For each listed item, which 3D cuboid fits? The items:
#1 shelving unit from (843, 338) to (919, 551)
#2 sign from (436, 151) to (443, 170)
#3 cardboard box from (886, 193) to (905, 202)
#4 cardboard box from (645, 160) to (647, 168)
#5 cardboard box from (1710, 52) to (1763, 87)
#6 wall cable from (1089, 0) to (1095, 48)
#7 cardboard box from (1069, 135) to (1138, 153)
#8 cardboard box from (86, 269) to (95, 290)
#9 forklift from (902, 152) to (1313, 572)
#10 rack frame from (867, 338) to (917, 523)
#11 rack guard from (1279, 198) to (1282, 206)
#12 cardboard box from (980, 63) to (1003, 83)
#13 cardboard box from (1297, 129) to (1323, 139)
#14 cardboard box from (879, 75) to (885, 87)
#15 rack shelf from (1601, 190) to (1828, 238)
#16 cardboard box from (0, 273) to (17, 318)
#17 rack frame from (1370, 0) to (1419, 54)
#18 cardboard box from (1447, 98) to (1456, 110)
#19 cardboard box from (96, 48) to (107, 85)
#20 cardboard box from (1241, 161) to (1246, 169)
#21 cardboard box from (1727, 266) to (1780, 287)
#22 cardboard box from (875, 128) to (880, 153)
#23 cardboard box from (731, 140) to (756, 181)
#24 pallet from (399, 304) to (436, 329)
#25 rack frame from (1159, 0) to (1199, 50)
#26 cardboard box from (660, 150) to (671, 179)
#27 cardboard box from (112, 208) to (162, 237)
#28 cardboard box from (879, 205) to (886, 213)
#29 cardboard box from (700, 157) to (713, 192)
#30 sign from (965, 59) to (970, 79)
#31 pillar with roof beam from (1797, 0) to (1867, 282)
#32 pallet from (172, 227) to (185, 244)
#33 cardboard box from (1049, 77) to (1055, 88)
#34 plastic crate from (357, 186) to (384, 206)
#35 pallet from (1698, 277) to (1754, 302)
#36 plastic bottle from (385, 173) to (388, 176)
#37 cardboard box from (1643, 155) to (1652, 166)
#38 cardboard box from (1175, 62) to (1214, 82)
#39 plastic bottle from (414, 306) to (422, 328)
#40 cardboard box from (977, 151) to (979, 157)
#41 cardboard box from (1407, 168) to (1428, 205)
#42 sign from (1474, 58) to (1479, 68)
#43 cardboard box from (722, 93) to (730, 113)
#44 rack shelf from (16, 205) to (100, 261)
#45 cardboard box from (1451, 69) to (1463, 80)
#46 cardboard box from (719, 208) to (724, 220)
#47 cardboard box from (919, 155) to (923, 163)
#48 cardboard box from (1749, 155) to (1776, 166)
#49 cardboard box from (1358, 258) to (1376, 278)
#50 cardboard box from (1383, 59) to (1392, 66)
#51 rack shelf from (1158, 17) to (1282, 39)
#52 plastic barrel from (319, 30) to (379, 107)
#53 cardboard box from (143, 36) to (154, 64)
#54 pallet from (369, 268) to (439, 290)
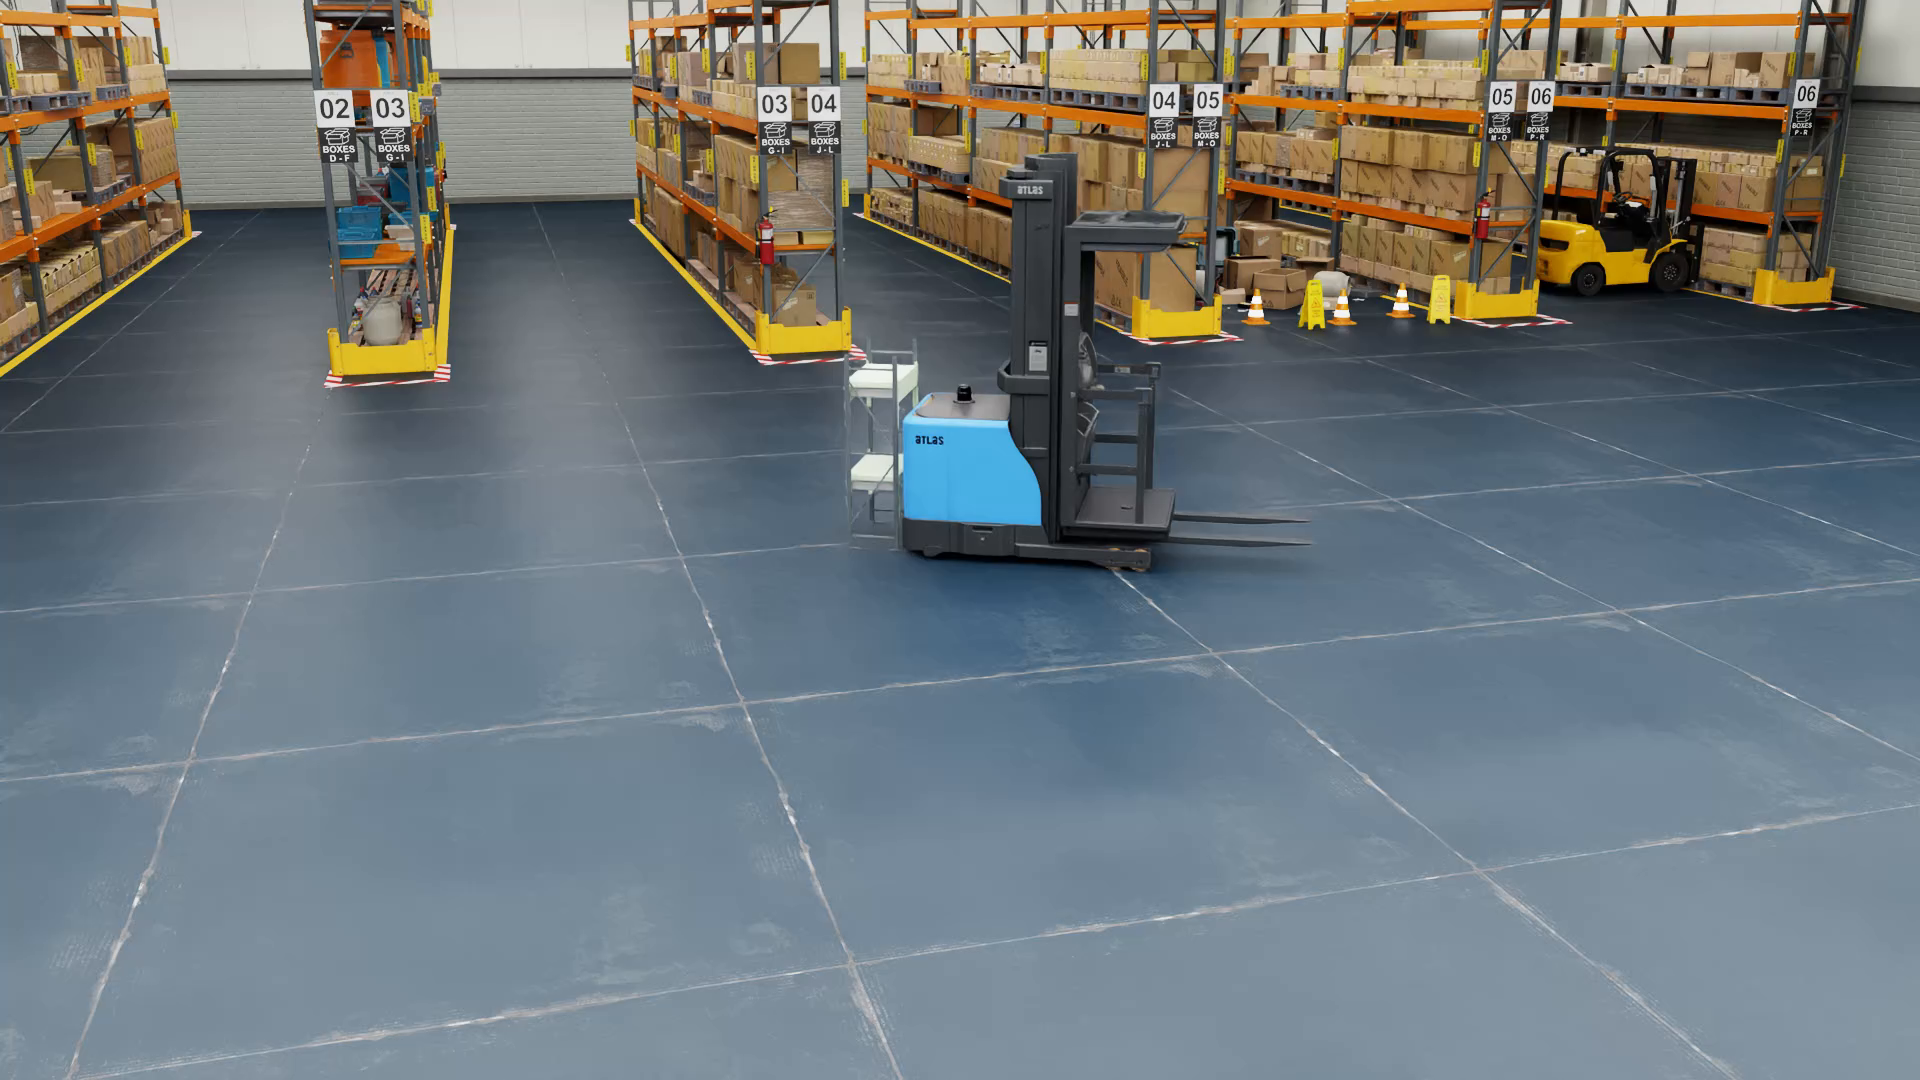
[{"bbox_3d":[-0.597,-0.748,12.837,0.431,1.500,0.755,3,17,10],"label":"shelving unit"},{"bbox_3d":[-9.471,-6.909,30.257,0.100,0.325,0.005,-5,17,-15],"label":"sign"},{"bbox_3d":[-1.343,-7.182,34.839,0.380,0.149,0.250,-4,17,-14],"label":"cardboard box"},{"bbox_3d":[-6.059,-7.489,33.106,0.380,0.149,0.250,-4,17,-14],"label":"cardboard box"},{"bbox_3d":[11.818,-7.111,25.118,0.700,0.500,0.500,-5,17,-15],"label":"cardboard box"},{"bbox_3d":[4.770,-13.726,42.939,2.988,3.039,0.133,-5,17,-15],"label":"wall cable"},{"bbox_3d":[2.088,-5.618,24.302,0.875,0.550,0.550,-5,17,-15],"label":"cardboard box"},{"bbox_3d":[-13.141,-3.852,24.612,0.500,0.250,0.500,-5,17,-16],"label":"cardboard box"},{"bbox_3d":[1.131,-1.335,12.303,3.031,2.935,1.130,3,17,10],"label":"forklift"},{"bbox_3d":[-0.531,-0.852,13.182,0.400,1.500,0.023,3,17,10],"label":"rack frame"},{"bbox_3d":[7.983,-8.190,39.349,1.175,0.500,0.348,-5,17,-15],"label":"rack guard"},{"bbox_3d":[0.645,-7.808,27.769,0.500,0.311,0.500,-5,17,-15],"label":"cardboard box"},{"bbox_3d":[5.845,-6.771,27.731,0.380,0.149,0.250,-5,18,-18],"label":"cardboard box"},{"bbox_3d":[-1.369,-9.528,34.506,0.500,0.250,0.500,-5,18,-17],"label":"cardboard box"},{"bbox_3d":[11.810,-5.191,26.271,1.077,0.370,4.000,-5,17,-15],"label":"rack shelf"},{"bbox_3d":[-11.961,-2.985,20.422,0.500,0.500,0.500,-5,17,-15],"label":"cardboard box"},{"bbox_3d":[9.062,-11.175,34.513,1.000,3.000,0.127,-5,17,-15],"label":"rack frame"},{"bbox_3d":[7.081,-6.124,23.350,0.380,0.149,0.250,-4,17,-14],"label":"cardboard box"},{"bbox_3d":[-14.697,-7.931,27.850,0.600,0.600,0.600,-6,18,-20],"label":"cardboard box"},{"bbox_3d":[5.300,-6.778,30.010,0.380,0.149,0.250,-6,18,-18],"label":"cardboard box"},{"bbox_3d":[11.927,-3.972,25.010,0.500,0.250,0.500,-5,17,-15],"label":"cardboard box"},{"bbox_3d":[-1.511,-8.494,35.324,0.500,0.500,0.500,-5,17,-15],"label":"cardboard box"},{"bbox_3d":[-2.737,-5.023,22.030,0.500,0.500,0.500,-5,17,-15],"label":"cardboard box"},{"bbox_3d":[-7.657,-2.996,22.559,1.003,0.211,1.213,-5,17,-15],"label":"pallet"},{"bbox_3d":[4.290,-10.782,33.203,1.000,3.000,0.127,-5,17,-15],"label":"rack frame"},{"bbox_3d":[-5.213,-6.887,30.491,0.500,0.500,0.500,-5,17,-15],"label":"cardboard box"},{"bbox_3d":[-15.285,-5.877,30.878,0.797,0.503,0.637,-5,17,-15],"label":"cardboard box"},{"bbox_3d":[-1.514,-7.048,35.426,0.380,0.149,0.250,-4,17,-15],"label":"cardboard box"},{"bbox_3d":[-3.605,-5.635,25.588,0.797,0.503,0.637,-3,17,-10],"label":"cardboard box"},{"bbox_3d":[0.136,-8.025,28.340,0.100,0.325,0.005,-5,17,-15],"label":"sign"},{"bbox_3d":[8.896,-7.779,23.208,9.100,9.000,0.400,-5,17,-15],"label":"pillar with roof beam"},{"bbox_3d":[-15.623,-5.872,32.135,1.003,0.211,1.213,-5,17,-15],"label":"pallet"},{"bbox_3d":[1.530,-6.714,24.408,0.380,0.149,0.250,-5,17,-16],"label":"cardboard box"},{"bbox_3d":[-8.229,-4.661,23.143,0.402,0.464,0.583,-5,17,-15],"label":"plastic crate"},{"bbox_3d":[12.109,-3.855,25.420,1.003,0.211,1.213,-5,17,-15],"label":"pallet"},{"bbox_3d":[-9.649,-6.028,28.008,0.061,0.283,0.133,-5,17,-15],"label":"plastic bottle"},{"bbox_3d":[11.262,-6.123,26.821,0.380,0.149,0.250,-4,17,-14],"label":"cardboard box"},{"bbox_3d":[2.971,-6.080,21.604,0.500,0.250,0.500,-5,17,-15],"label":"cardboard box"},{"bbox_3d":[-6.901,-2.844,21.185,0.097,0.271,0.097,0,17,0],"label":"plastic bottle"},{"bbox_3d":[0.495,-6.974,30.144,0.380,0.149,0.250,-5,17,-15],"label":"cardboard box"},{"bbox_3d":[6.907,-5.185,24.310,0.500,0.500,0.500,-5,17,-16],"label":"cardboard box"},{"bbox_3d":[9.639,-8.837,31.046,0.100,0.325,0.005,-5,17,-15],"label":"sign"},{"bbox_3d":[-2.886,-5.848,22.253,0.500,0.250,0.500,-5,18,-17],"label":"cardboard box"},{"bbox_3d":[-13.115,-4.339,23.432,1.077,0.370,4.000,-5,17,-15],"label":"rack shelf"},{"bbox_3d":[7.089,-6.501,23.217,0.380,0.149,0.250,-5,17,-16],"label":"cardboard box"},{"bbox_3d":[-3.214,-4.638,23.616,0.380,0.149,0.250,-5,17,-15],"label":"cardboard box"},{"bbox_3d":[-0.561,-7.209,31.446,0.380,0.149,0.250,-5,17,-15],"label":"cardboard box"},{"bbox_3d":[11.961,-5.632,24.668,0.380,0.149,0.250,-5,17,-15],"label":"cardboard box"},{"bbox_3d":[6.549,-4.249,25.931,0.500,0.250,0.500,-4,17,-12],"label":"cardboard box"},{"bbox_3d":[8.893,-9.751,34.001,0.380,0.149,0.250,-5,17,-16],"label":"cardboard box"},{"bbox_3d":[4.840,-9.692,31.522,1.077,0.370,4.000,-5,17,-15],"label":"rack shelf"},{"bbox_3d":[-6.958,-5.382,18.964,0.600,0.830,0.708,-5,17,-15],"label":"plastic barrel"},{"bbox_3d":[-15.707,-9.272,31.479,0.700,0.500,0.500,-5,17,-15],"label":"cardboard box"},{"bbox_3d":[-8.726,-4.074,26.148,1.003,0.211,1.213,-5,17,-15],"label":"pallet"}]
